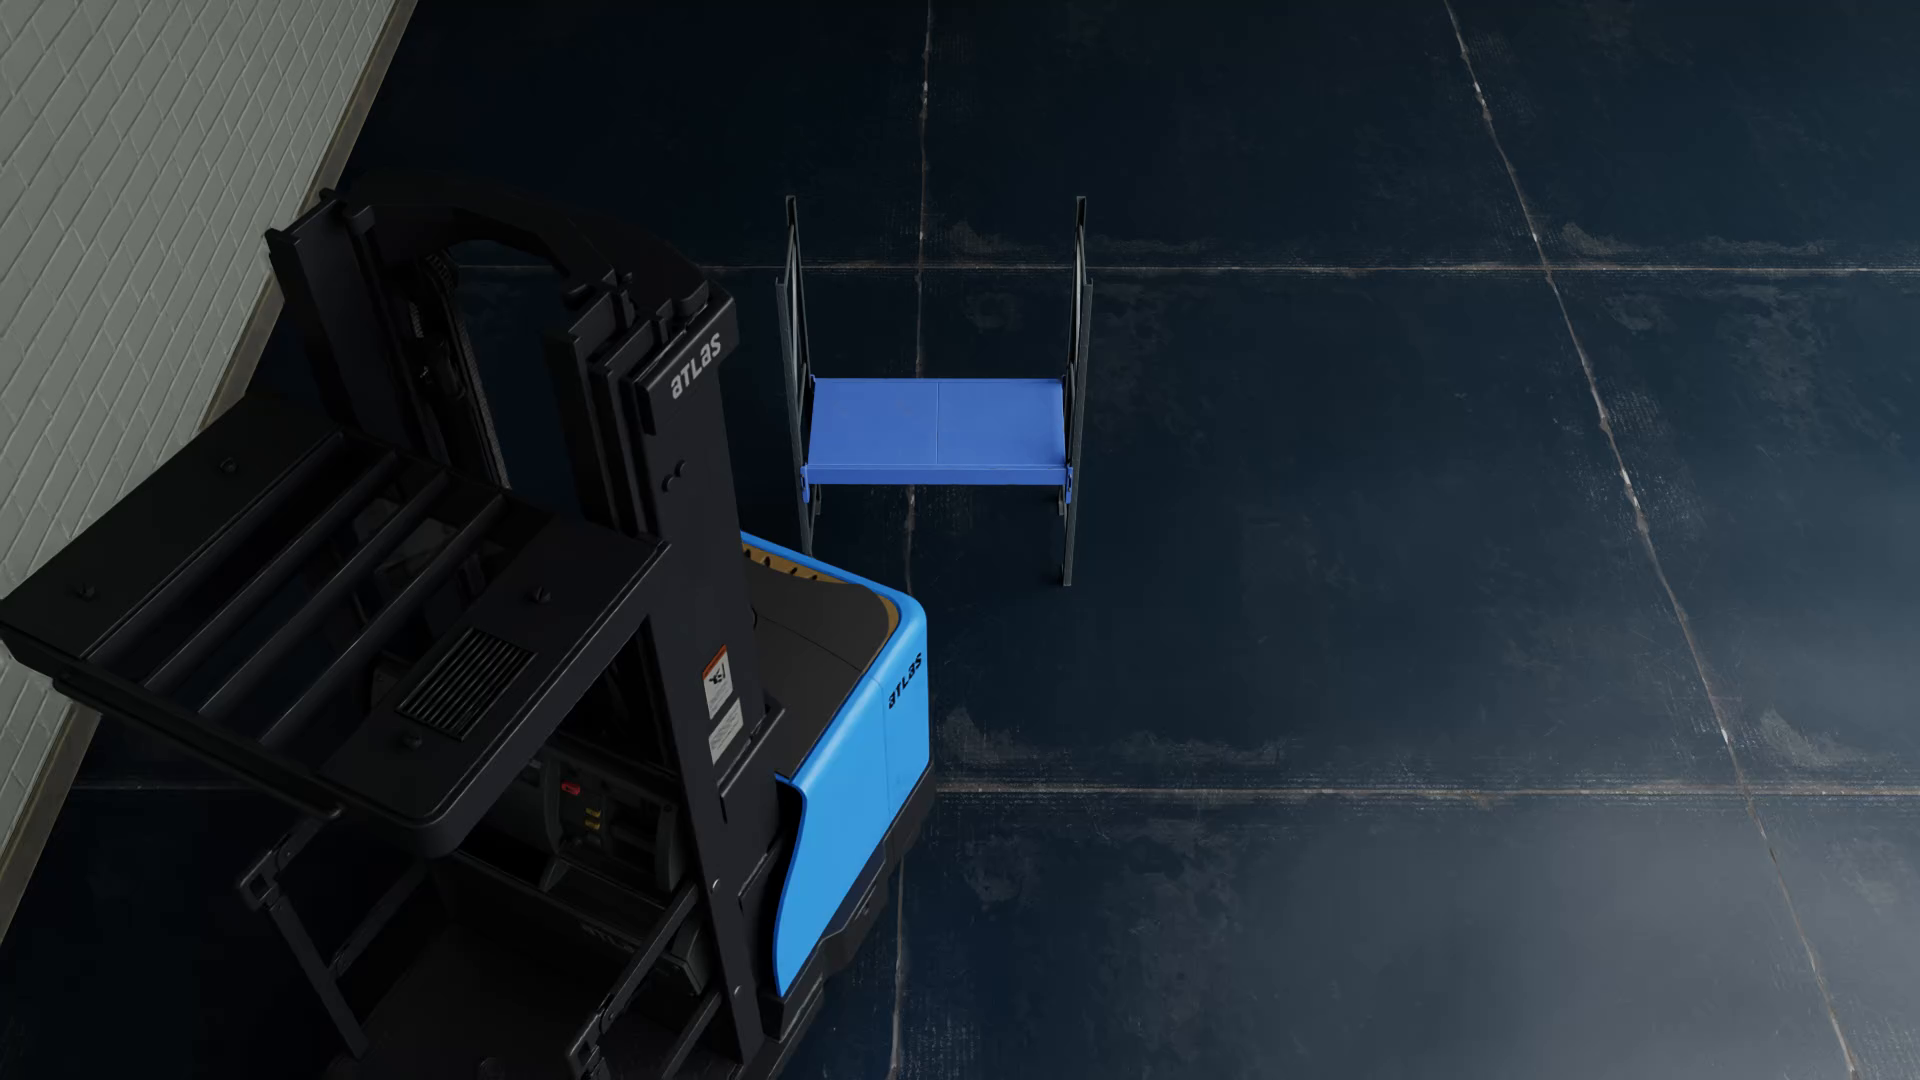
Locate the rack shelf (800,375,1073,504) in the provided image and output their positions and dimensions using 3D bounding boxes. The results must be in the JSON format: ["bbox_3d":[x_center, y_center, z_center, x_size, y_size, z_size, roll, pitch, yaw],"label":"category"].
[{"bbox_3d":[-0.085,-0.389,6.333,1.000,0.185,0.538,0,47,0],"label":"rack shelf"}]

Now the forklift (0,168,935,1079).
[{"bbox_3d":[-1.200,0.728,4.070,1.130,2.935,3.031,20,50,18],"label":"forklift"}]

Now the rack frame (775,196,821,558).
[{"bbox_3d":[-0.594,-0.513,6.203,0.032,1.500,0.500,0,47,0],"label":"rack frame"}]

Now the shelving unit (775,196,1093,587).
[{"bbox_3d":[-0.085,-0.511,6.201,1.048,1.500,0.538,0,47,0],"label":"shelving unit"}]

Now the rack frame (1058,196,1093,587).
[{"bbox_3d":[0.423,-0.510,6.200,0.032,1.500,0.500,0,47,0],"label":"rack frame"}]
